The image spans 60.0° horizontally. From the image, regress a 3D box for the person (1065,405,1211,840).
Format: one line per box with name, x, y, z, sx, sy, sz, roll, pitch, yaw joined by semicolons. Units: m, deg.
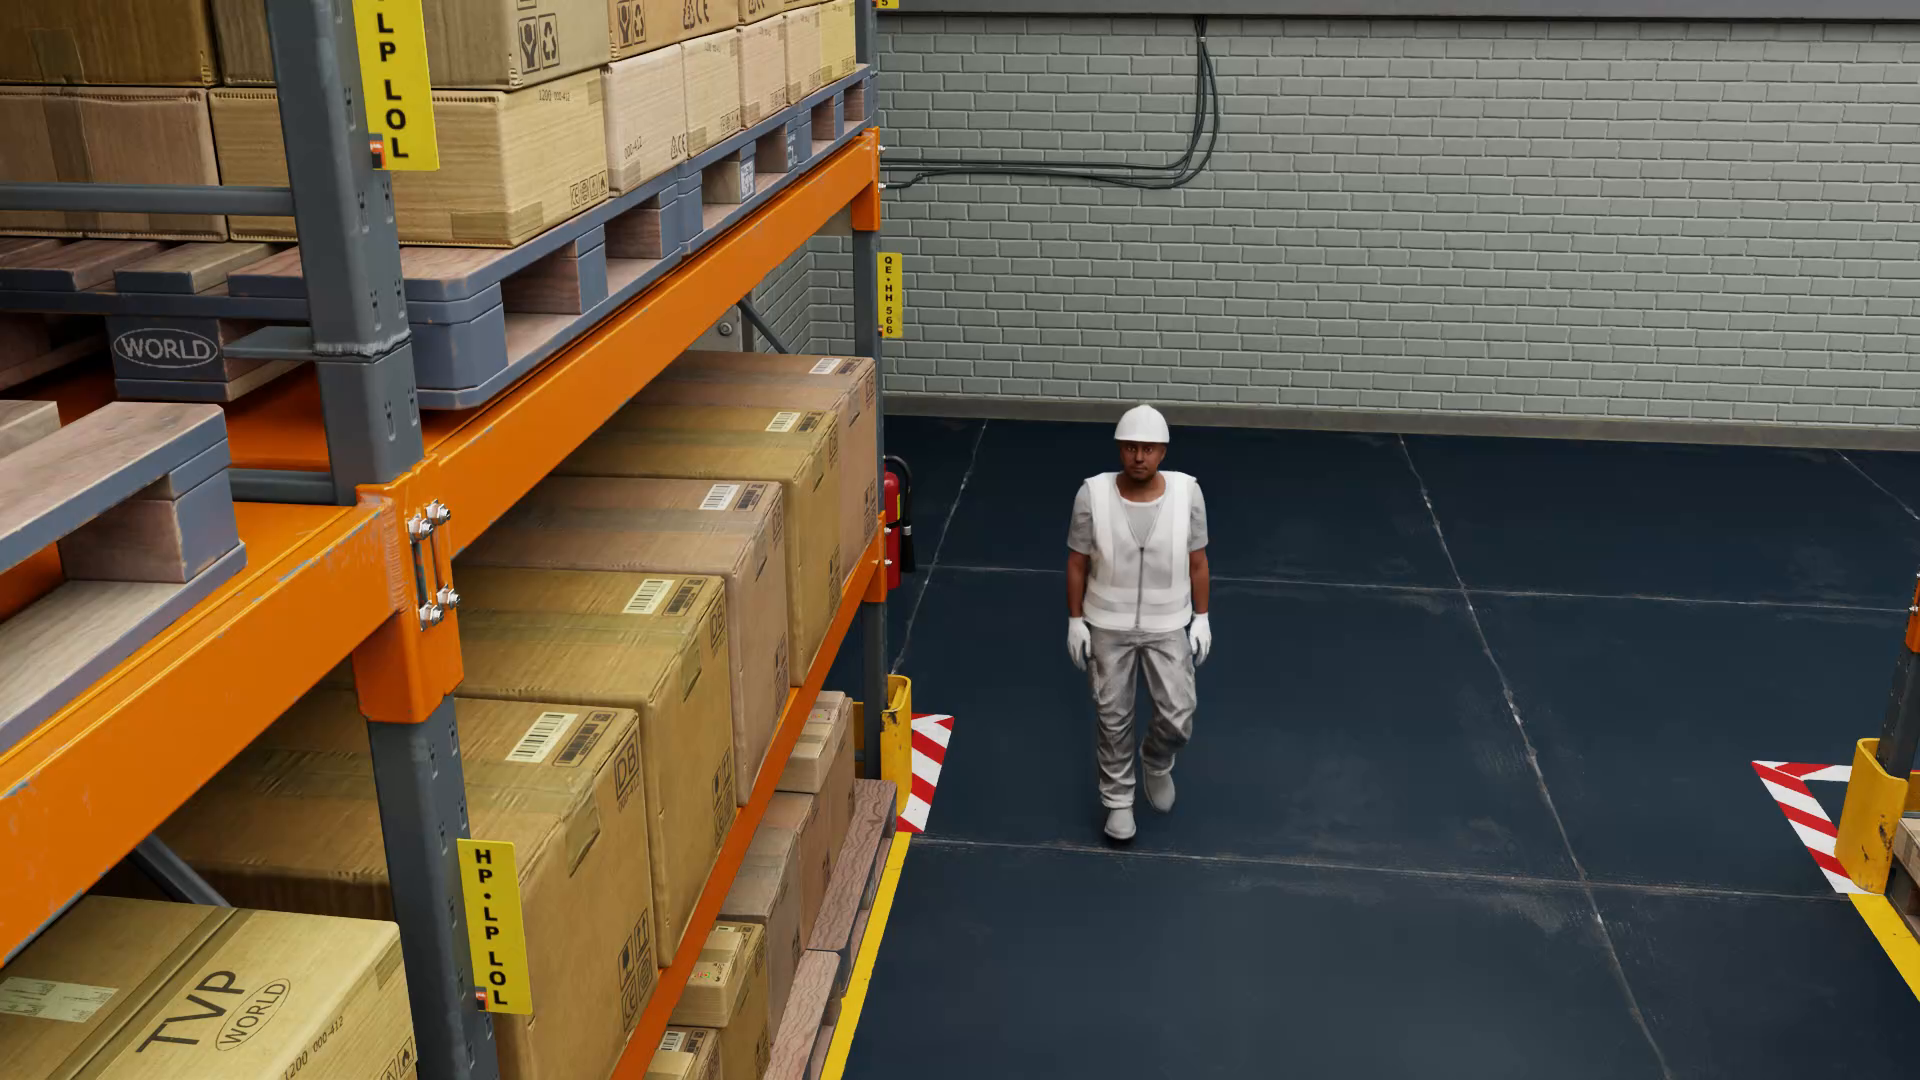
person;0.707;0.336;6.584;0.586;1.776;0.480;1;21;4
